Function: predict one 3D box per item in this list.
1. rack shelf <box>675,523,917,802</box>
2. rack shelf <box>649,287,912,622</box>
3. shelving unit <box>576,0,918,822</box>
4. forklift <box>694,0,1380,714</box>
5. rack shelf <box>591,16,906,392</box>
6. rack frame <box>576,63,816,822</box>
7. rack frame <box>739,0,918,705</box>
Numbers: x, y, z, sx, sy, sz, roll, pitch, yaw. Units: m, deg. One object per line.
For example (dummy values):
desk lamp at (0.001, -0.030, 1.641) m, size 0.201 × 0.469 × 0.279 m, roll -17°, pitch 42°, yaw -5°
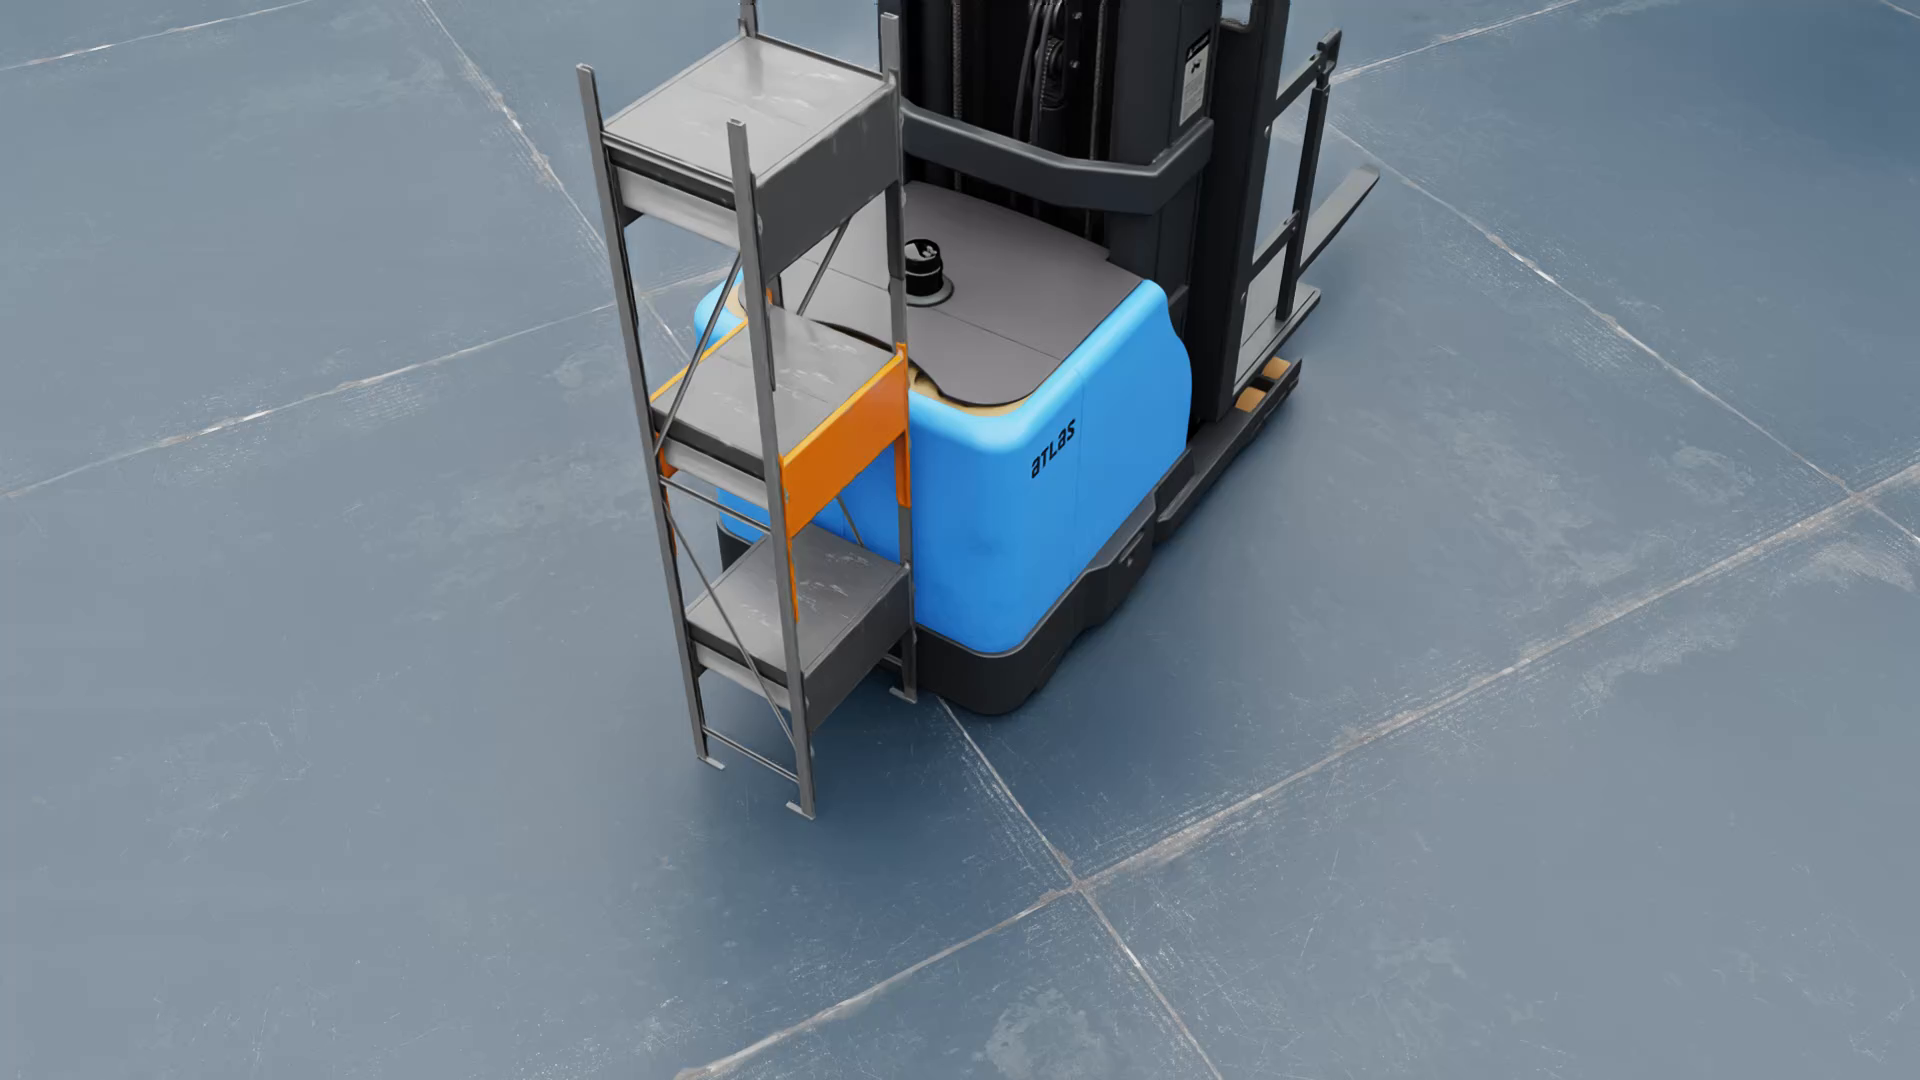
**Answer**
rack shelf at (-0.427, 0.294, 4.464) m, size 0.431 × 0.518 × 0.480 m, roll 24°, pitch 49°, yaw 23°
rack shelf at (-0.427, -0.208, 3.976) m, size 0.431 × 0.518 × 0.480 m, roll 24°, pitch 49°, yaw 23°
shelving unit at (-0.427, -0.218, 3.967) m, size 0.431 × 2.100 × 0.503 m, roll 24°, pitch 49°, yaw 23°
forklift at (0.510, -1.566, 4.759) m, size 1.130 × 2.935 × 3.031 m, roll 24°, pitch 49°, yaw 23°
rack shelf at (-0.427, -0.710, 3.489) m, size 0.431 × 0.518 × 0.480 m, roll 24°, pitch 49°, yaw 23°
rack frame at (-0.560, -0.076, 3.820) m, size 0.400 × 2.100 × 0.015 m, roll 24°, pitch 49°, yaw 23°
rack frame at (-0.293, -0.360, 4.114) m, size 0.400 × 2.100 × 0.015 m, roll 24°, pitch 49°, yaw 23°
